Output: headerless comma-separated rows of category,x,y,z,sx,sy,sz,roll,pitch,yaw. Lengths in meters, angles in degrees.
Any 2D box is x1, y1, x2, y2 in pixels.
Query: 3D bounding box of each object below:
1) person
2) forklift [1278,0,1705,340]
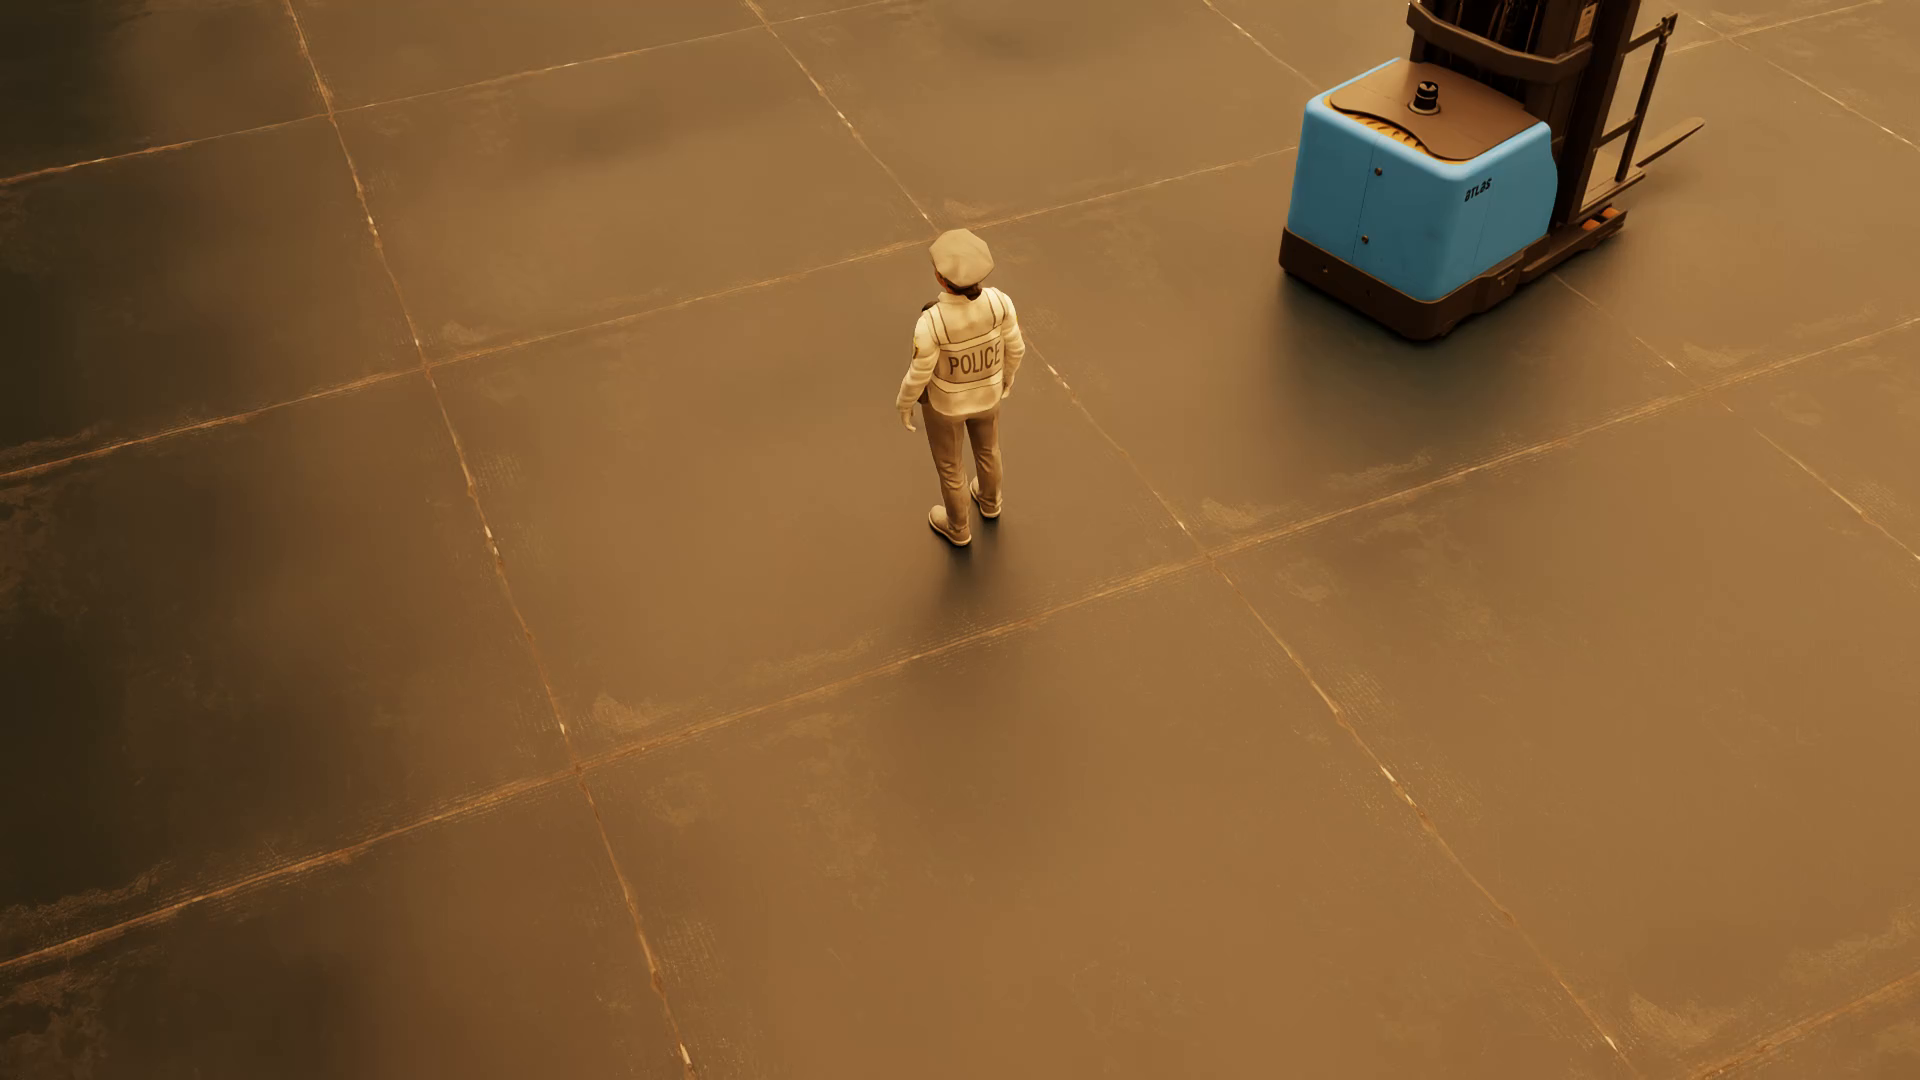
person,-0.023,-0.670,7.293,0.586,1.694,0.530,-18,46,-18
forklift,3.247,-3.001,8.896,3.031,2.935,1.130,-31,51,-29
